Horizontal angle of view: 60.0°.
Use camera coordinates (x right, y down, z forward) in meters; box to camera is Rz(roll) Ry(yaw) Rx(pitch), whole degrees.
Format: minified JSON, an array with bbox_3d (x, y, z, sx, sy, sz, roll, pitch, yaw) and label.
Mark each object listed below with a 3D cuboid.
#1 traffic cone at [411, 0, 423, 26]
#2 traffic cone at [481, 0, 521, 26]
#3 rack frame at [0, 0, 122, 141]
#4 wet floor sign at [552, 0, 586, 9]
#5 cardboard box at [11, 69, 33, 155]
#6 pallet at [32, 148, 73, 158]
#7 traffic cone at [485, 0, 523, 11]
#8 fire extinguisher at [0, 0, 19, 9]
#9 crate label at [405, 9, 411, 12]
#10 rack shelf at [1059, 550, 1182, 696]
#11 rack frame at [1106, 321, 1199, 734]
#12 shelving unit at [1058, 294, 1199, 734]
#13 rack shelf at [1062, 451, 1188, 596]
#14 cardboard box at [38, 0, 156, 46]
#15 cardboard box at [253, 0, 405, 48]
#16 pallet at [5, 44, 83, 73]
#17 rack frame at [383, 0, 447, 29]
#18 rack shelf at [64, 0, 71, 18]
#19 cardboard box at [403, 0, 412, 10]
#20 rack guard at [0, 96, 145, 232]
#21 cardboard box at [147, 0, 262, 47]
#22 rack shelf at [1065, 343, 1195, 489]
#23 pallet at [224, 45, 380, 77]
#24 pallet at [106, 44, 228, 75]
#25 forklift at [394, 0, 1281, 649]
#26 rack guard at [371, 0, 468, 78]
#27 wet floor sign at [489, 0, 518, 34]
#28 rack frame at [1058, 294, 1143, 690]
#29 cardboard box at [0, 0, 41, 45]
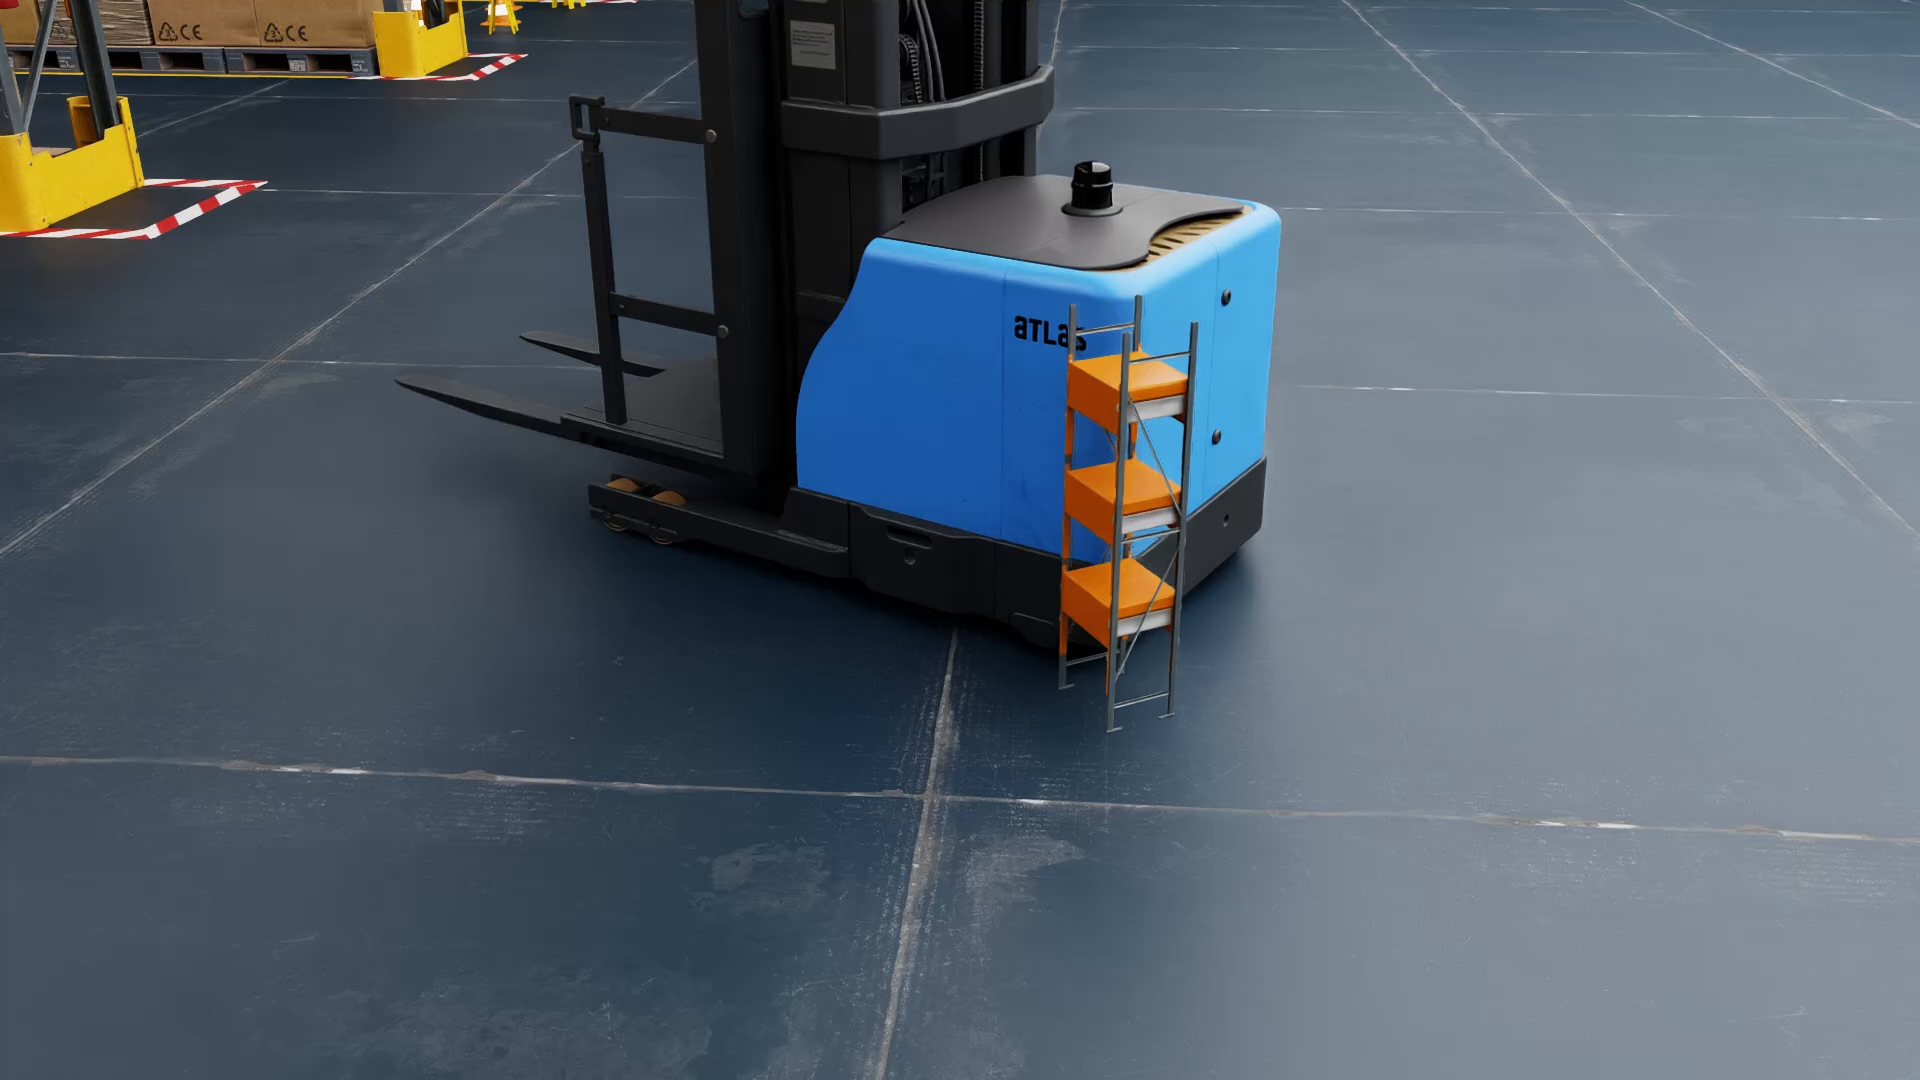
[{"bbox_3d":[-4.878,-4.754,15.029,0.334,0.463,0.336,2,25,4],"label":"traffic cone"},{"bbox_3d":[-4.453,-5.214,16.029,0.334,0.463,0.336,2,25,4],"label":"traffic cone"},{"bbox_3d":[-4.938,-3.234,8.690,0.127,3.000,1.000,2,25,4],"label":"rack frame"},{"bbox_3d":[-4.072,-5.843,17.176,0.232,0.644,0.267,11,27,22],"label":"wet floor sign"},{"bbox_3d":[-5.559,-2.316,9.183,0.500,0.500,0.500,6,25,14],"label":"cardboard box"},{"bbox_3d":[-5.821,-2.010,9.366,1.213,0.211,1.003,2,25,4],"label":"pallet"},{"bbox_3d":[-4.707,-5.688,17.058,0.334,0.463,0.336,2,25,4],"label":"traffic cone"},{"bbox_3d":[-4.859,-3.003,8.281,0.183,0.674,0.296,2,25,4],"label":"fire extinguisher"},{"bbox_3d":[-5.241,-5.066,16.095,0.298,0.136,0.250,-11,27,-23],"label":"crate label"},{"bbox_3d":[0.405,0.208,4.232,0.215,0.259,0.240,-12,27,-24],"label":"rack shelf"},{"bbox_3d":[0.459,-0.008,4.012,0.200,1.050,0.008,-12,27,-24],"label":"rack frame"},{"bbox_3d":[0.405,-0.054,4.111,0.215,1.050,0.252,-12,27,-24],"label":"shelving unit"},{"bbox_3d":[0.405,-0.044,4.116,0.215,0.259,0.240,-12,27,-24],"label":"rack shelf"},{"bbox_3d":[-6.925,-4.575,13.644,0.875,0.875,0.875,2,25,4],"label":"cardboard box"},{"bbox_3d":[-5.138,-4.518,13.519,0.875,0.875,0.875,2,25,4],"label":"cardboard box"},{"bbox_3d":[-7.693,-4.102,13.913,1.213,0.211,1.003,2,25,4],"label":"pallet"},{"bbox_3d":[-4.457,-5.298,13.175,0.127,3.000,1.000,2,25,4],"label":"rack frame"},{"bbox_3d":[-6.932,-2.971,8.979,4.000,0.370,1.077,2,25,4],"label":"rack shelf"},{"bbox_3d":[-5.640,-5.269,16.523,0.250,0.149,0.380,16,29,31],"label":"cardboard box"},{"bbox_3d":[-5.013,-2.101,9.218,0.348,0.500,1.175,2,25,4],"label":"rack guard"},{"bbox_3d":[-6.016,-4.545,13.578,0.875,0.875,0.875,1,25,3],"label":"cardboard box"},{"bbox_3d":[0.405,-0.302,3.997,0.215,0.259,0.240,-12,27,-24],"label":"rack shelf"},{"bbox_3d":[-5.260,-4.024,13.743,1.213,0.211,1.003,2,25,4],"label":"pallet"},{"bbox_3d":[-6.474,-4.064,13.830,1.213,0.211,1.003,2,25,4],"label":"pallet"},{"bbox_3d":[-0.581,-1.485,4.971,3.031,2.935,1.130,15,29,29],"label":"forklift"},{"bbox_3d":[-4.433,-4.162,13.696,0.348,0.500,1.175,2,25,4],"label":"rack guard"},{"bbox_3d":[-4.277,-5.053,15.459,0.232,0.644,0.267,-2,25,-5],"label":"wet floor sign"},{"bbox_3d":[0.351,-0.100,4.211,0.200,1.050,0.008,-12,27,-24],"label":"rack frame"},{"bbox_3d":[-7.824,-4.602,13.703,0.875,0.875,0.875,2,25,5],"label":"cardboard box"}]
